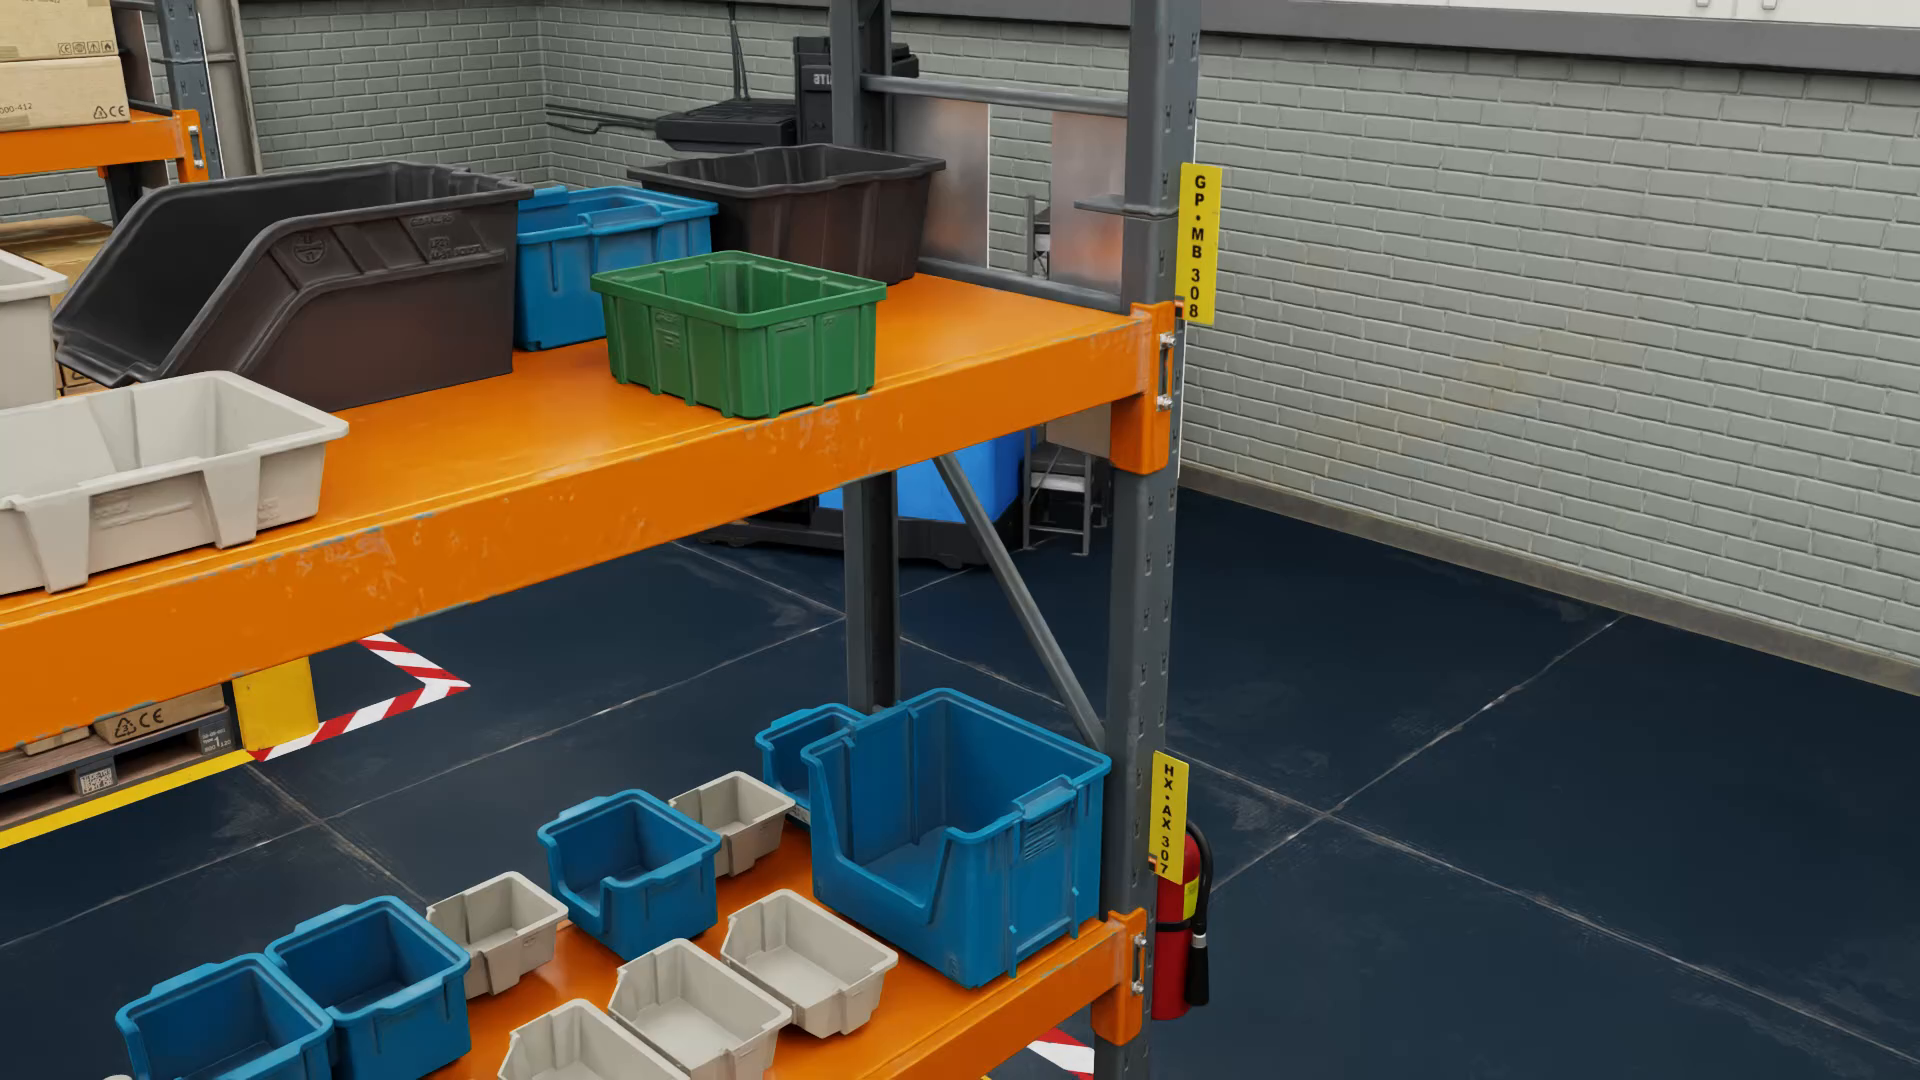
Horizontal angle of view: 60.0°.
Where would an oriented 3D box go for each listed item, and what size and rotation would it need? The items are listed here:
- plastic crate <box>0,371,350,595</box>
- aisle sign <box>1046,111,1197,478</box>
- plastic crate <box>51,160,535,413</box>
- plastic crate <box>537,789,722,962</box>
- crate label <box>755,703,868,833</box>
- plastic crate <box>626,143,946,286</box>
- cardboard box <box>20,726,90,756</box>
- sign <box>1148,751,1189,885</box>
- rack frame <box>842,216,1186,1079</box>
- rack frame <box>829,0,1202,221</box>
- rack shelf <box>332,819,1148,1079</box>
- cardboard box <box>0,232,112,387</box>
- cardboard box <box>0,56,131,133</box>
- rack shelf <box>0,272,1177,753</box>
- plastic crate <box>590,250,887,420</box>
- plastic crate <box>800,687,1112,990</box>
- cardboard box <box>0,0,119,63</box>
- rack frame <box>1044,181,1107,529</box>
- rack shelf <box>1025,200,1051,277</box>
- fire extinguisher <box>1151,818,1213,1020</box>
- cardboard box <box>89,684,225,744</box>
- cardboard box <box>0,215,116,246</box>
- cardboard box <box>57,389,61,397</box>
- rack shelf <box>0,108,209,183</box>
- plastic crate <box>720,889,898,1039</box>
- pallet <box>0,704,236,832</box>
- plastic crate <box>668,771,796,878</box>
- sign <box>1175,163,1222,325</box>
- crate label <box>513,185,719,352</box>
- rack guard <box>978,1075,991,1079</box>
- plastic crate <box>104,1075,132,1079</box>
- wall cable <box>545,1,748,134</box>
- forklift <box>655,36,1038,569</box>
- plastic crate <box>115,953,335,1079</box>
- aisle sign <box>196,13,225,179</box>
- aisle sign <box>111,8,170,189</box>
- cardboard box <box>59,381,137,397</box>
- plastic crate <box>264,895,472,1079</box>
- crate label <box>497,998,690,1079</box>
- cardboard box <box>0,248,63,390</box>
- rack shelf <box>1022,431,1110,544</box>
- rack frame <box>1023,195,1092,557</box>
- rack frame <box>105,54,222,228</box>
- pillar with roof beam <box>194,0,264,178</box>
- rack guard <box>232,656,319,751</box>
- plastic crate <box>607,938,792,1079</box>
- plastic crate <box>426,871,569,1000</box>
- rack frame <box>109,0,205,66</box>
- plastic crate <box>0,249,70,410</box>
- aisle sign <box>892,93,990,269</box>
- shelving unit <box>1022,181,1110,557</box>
[{"bbox_3d":[-1.175,-0.081,2.290,0.437,0.136,0.530,19,28,41],"label":"plastic crate"},{"bbox_3d":[0.349,-0.556,3.716,0.394,0.787,0.004,19,28,41],"label":"aisle sign"},{"bbox_3d":[-1.174,-0.444,2.955,0.504,0.338,0.767,19,28,41],"label":"plastic crate"},{"bbox_3d":[-0.779,0.804,3.953,0.416,0.233,0.300,19,28,41],"label":"plastic crate"},{"bbox_3d":[-0.320,0.634,4.393,0.416,0.233,0.303,19,28,41],"label":"crate label"},{"bbox_3d":[-0.380,-0.707,3.734,0.497,0.269,0.590,19,28,41],"label":"plastic crate"},{"bbox_3d":[-4.008,0.763,7.246,0.380,0.166,0.250,19,28,41],"label":"cardboard box"},{"bbox_3d":[0.494,0.660,3.948,0.100,0.325,0.005,19,28,41],"label":"sign"},{"bbox_3d":[0.088,0.603,4.325,1.000,3.000,0.127,19,28,41],"label":"rack frame"},{"bbox_3d":[0.088,-2.197,3.248,1.000,3.000,0.127,19,28,41],"label":"rack frame"},{"bbox_3d":[-1.307,1.453,3.116,1.077,0.370,4.000,19,28,41],"label":"rack shelf"},{"bbox_3d":[-3.571,-0.968,6.878,0.500,0.500,0.500,19,28,40],"label":"cardboard box"},{"bbox_3d":[-3.627,-1.770,6.526,0.500,0.250,0.500,19,28,41],"label":"cardboard box"},{"bbox_3d":[-1.307,0.053,2.578,1.077,0.370,4.000,19,28,41],"label":"rack shelf"},{"bbox_3d":[-0.395,-0.373,2.979,0.450,0.188,0.336,19,28,41],"label":"plastic crate"},{"bbox_3d":[-0.011,0.691,3.962,0.616,0.435,0.499,19,28,41],"label":"plastic crate"},{"bbox_3d":[-3.634,-2.005,6.442,0.500,0.250,0.500,19,28,41],"label":"cardboard box"},{"bbox_3d":[0.714,-1.071,9.934,0.400,2.100,0.015,6,22,16],"label":"rack frame"},{"bbox_3d":[0.641,-1.628,9.470,0.431,0.518,0.480,6,22,16],"label":"rack shelf"},{"bbox_3d":[0.519,0.888,4.210,0.296,0.674,0.183,19,28,41],"label":"fire extinguisher"},{"bbox_3d":[-3.661,0.525,7.398,0.500,0.500,0.500,19,28,41],"label":"cardboard box"},{"bbox_3d":[-3.956,-1.103,7.230,0.500,0.500,0.500,-19,28,-40],"label":"cardboard box"},{"bbox_3d":[-3.935,-0.367,6.709,0.500,0.500,0.500,20,28,41],"label":"cardboard box"},{"bbox_3d":[-4.853,-1.188,5.806,1.077,0.370,4.000,19,28,41],"label":"rack shelf"},{"bbox_3d":[-0.351,0.953,3.698,0.396,0.136,0.243,19,28,41],"label":"plastic crate"},{"bbox_3d":[-4.066,0.889,7.468,1.003,0.211,1.213,19,28,41],"label":"pallet"},{"bbox_3d":[-0.603,0.741,4.250,0.250,0.136,0.298,19,28,41],"label":"plastic crate"},{"bbox_3d":[0.494,-0.615,3.458,0.100,0.325,0.005,19,28,41],"label":"sign"},{"bbox_3d":[-0.787,-0.571,3.406,0.408,0.251,0.502,19,28,41],"label":"crate label"},{"bbox_3d":[0.096,1.760,4.798,1.175,0.500,0.348,19,28,41],"label":"rack guard"},{"bbox_3d":[-1.703,1.204,3.046,0.293,0.136,0.466,19,28,41],"label":"plastic crate"},{"bbox_3d":[-2.808,-4.592,13.806,3.097,2.526,0.112,19,28,41],"label":"wall cable"},{"bbox_3d":[-1.094,-1.496,9.882,3.031,2.935,1.130,7,22,17],"label":"forklift"},{"bbox_3d":[-1.448,1.050,3.312,0.416,0.233,0.300,19,28,41],"label":"plastic crate"},{"bbox_3d":[-3.191,-1.792,6.932,0.394,0.787,0.004,19,28,41],"label":"aisle sign"},{"bbox_3d":[-3.621,-1.942,7.323,0.394,0.787,0.004,19,28,41],"label":"aisle sign"},{"bbox_3d":[-3.575,-0.501,7.058,0.500,0.500,0.500,-19,28,-40],"label":"cardboard box"},{"bbox_3d":[-1.238,0.973,3.513,0.416,0.233,0.300,19,28,41],"label":"plastic crate"},{"bbox_3d":[-0.740,1.102,3.311,0.396,0.136,0.243,19,28,41],"label":"crate label"},{"bbox_3d":[-3.923,-0.838,6.540,0.500,0.500,0.500,-19,28,-41],"label":"cardboard box"},{"bbox_3d":[0.641,-0.321,9.972,0.431,0.518,0.480,6,22,16],"label":"rack shelf"},{"bbox_3d":[0.569,-0.903,9.498,0.400,2.100,0.015,6,22,16],"label":"rack frame"},{"bbox_3d":[-3.458,-0.638,7.553,1.000,3.000,0.127,19,28,41],"label":"rack frame"},{"bbox_3d":[-2.662,-4.510,9.265,9.100,9.000,0.400,19,28,41],"label":"pillar with roof beam"},{"bbox_3d":[-3.511,0.549,7.950,1.175,0.500,0.348,19,28,41],"label":"rack guard"},{"bbox_3d":[-0.563,1.024,3.513,0.396,0.136,0.243,19,28,41],"label":"plastic crate"},{"bbox_3d":[-1.076,0.915,3.796,0.250,0.136,0.298,19,28,41],"label":"plastic crate"},{"bbox_3d":[-3.458,-3.438,6.476,1.000,3.000,0.127,19,28,41],"label":"rack frame"},{"bbox_3d":[-1.679,-0.249,2.526,0.437,0.282,0.530,19,28,41],"label":"plastic crate"},{"bbox_3d":[-0.074,-0.703,4.100,0.394,0.787,0.004,19,28,41],"label":"aisle sign"},{"bbox_3d":[0.641,-0.987,9.716,0.431,2.100,0.503,6,22,16],"label":"shelving unit"}]
